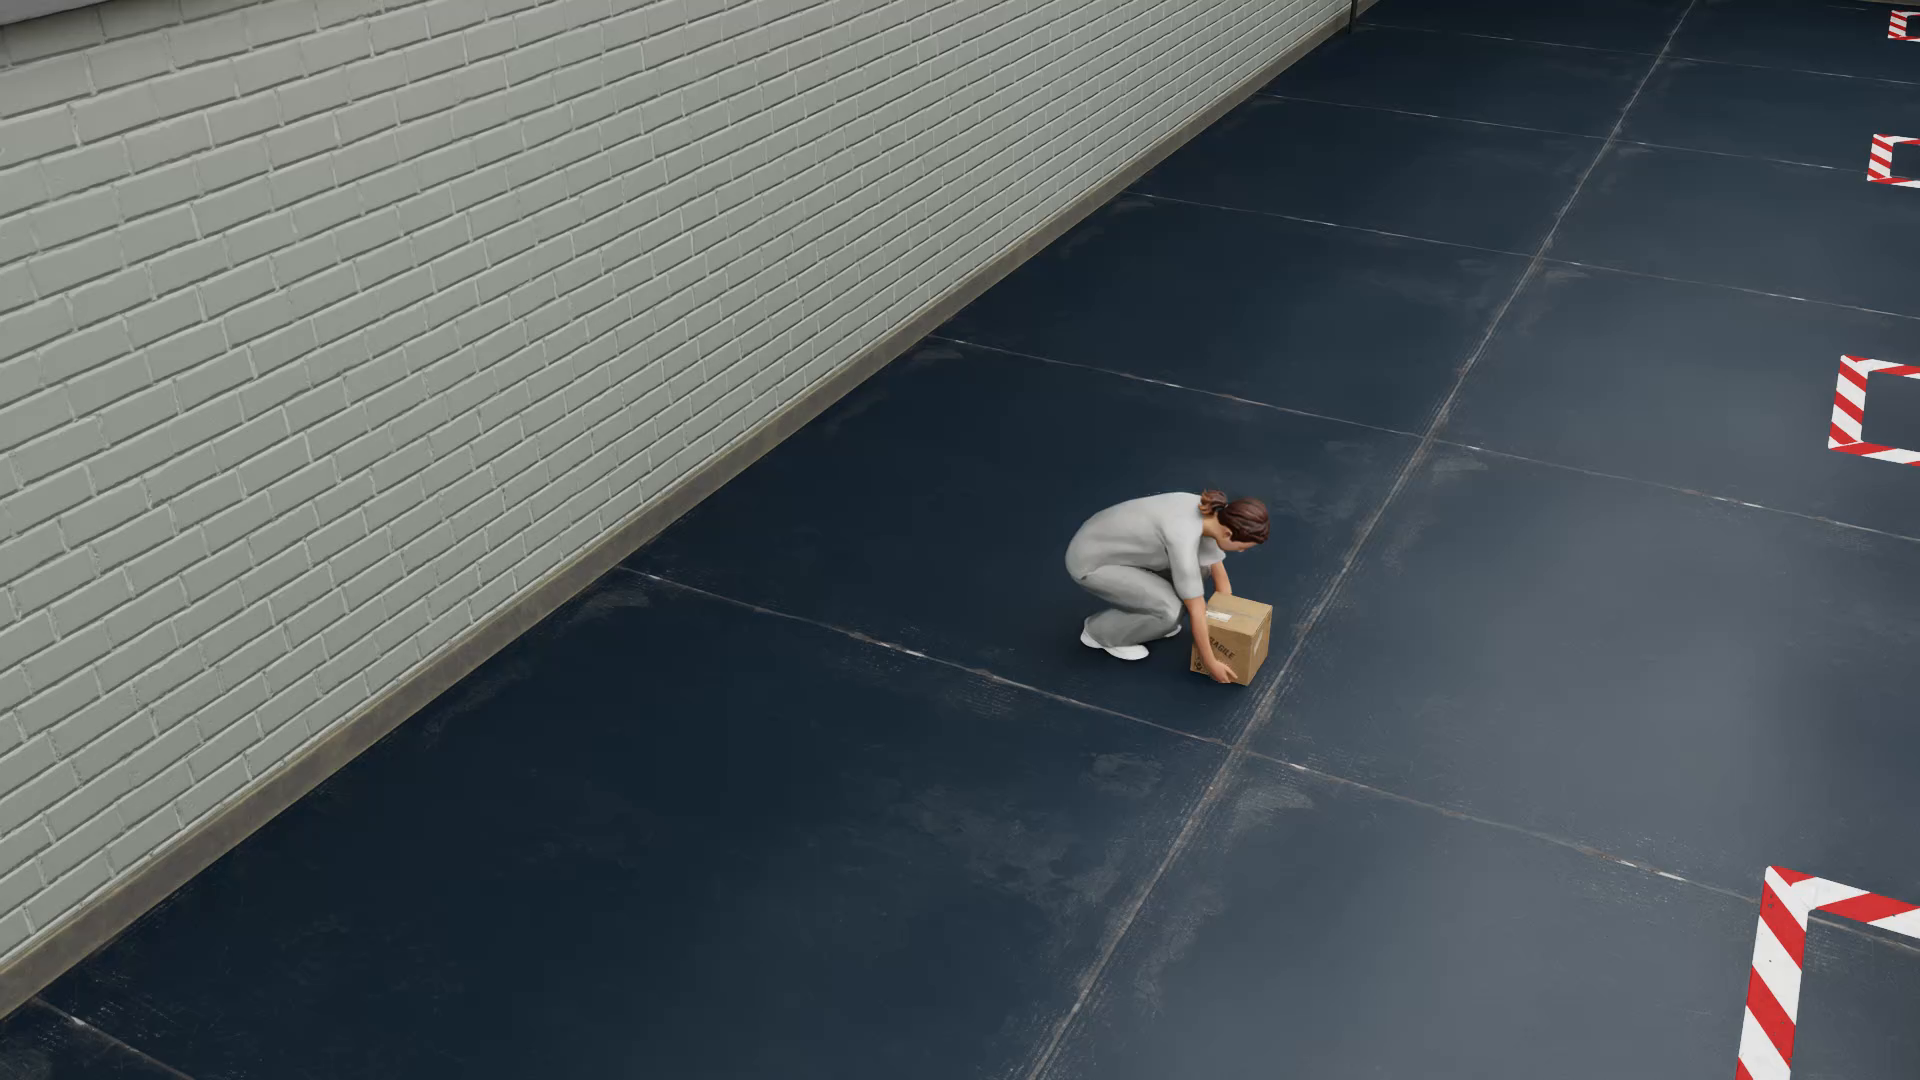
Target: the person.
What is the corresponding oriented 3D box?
[{"bbox_3d":[0.842,0.136,6.855,0.819,0.812,0.470,14,33,23],"label":"person"}]
